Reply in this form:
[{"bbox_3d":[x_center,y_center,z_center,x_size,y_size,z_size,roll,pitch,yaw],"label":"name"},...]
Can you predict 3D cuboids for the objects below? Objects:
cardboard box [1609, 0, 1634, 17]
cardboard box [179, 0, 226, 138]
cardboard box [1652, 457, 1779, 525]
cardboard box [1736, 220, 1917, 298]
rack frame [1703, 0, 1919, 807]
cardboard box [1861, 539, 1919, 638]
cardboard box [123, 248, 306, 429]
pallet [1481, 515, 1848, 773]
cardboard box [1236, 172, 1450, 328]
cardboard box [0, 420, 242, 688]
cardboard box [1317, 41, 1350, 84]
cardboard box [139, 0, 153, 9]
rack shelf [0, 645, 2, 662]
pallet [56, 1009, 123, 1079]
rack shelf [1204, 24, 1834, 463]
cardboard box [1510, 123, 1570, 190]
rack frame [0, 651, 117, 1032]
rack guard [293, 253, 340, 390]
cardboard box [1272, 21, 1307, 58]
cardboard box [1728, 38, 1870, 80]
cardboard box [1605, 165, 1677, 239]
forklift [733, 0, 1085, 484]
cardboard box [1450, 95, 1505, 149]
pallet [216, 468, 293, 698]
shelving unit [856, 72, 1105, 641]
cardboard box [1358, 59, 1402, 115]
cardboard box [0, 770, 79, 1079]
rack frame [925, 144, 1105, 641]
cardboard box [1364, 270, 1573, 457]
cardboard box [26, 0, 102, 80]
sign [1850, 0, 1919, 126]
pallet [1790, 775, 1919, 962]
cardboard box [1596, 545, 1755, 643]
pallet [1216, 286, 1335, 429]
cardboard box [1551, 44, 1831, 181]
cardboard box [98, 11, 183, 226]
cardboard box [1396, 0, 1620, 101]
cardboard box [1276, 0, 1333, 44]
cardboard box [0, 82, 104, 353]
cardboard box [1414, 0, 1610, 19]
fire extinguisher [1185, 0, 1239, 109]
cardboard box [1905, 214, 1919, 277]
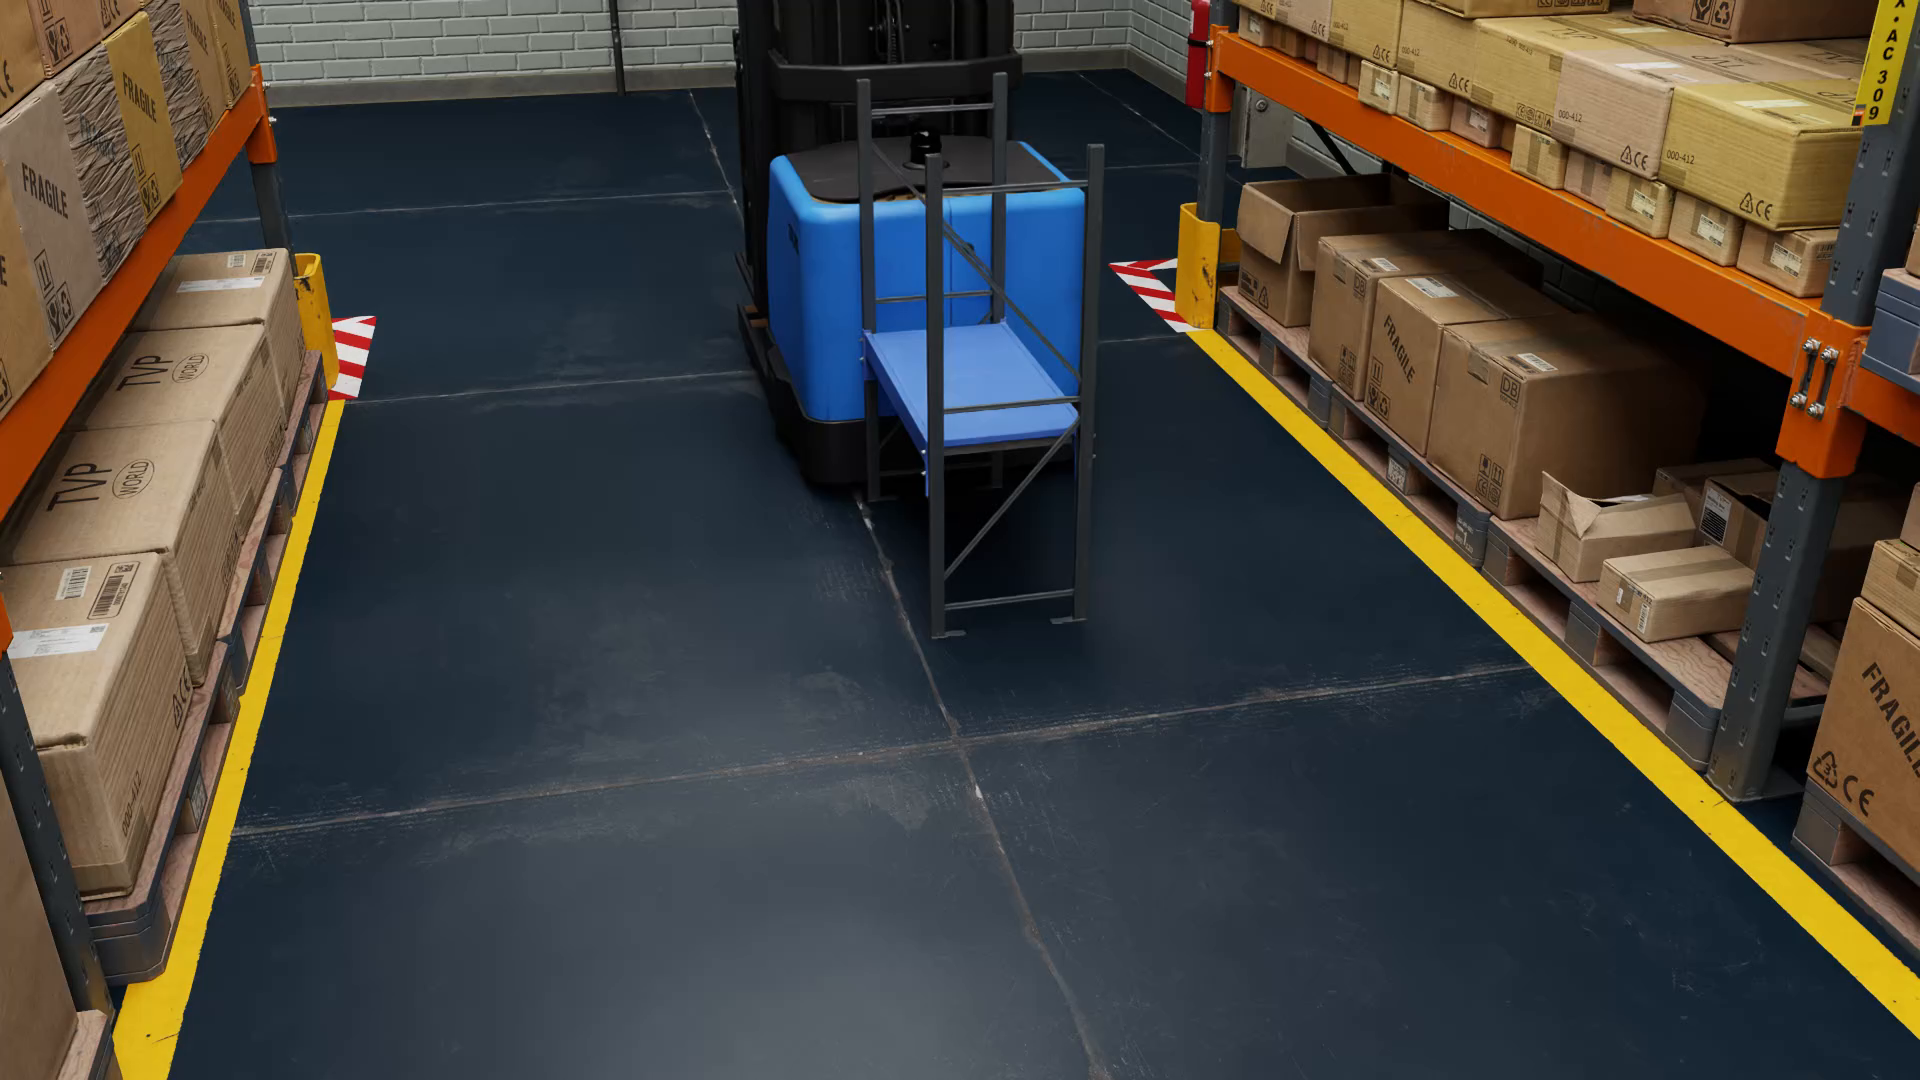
[{"bbox_3d":[2.301,-1.691,5.607,0.500,0.250,0.500,-6,27,-12],"label":"cardboard box"},{"bbox_3d":[-2.771,-1.606,5.492,0.500,0.500,0.500,-7,28,-13],"label":"cardboard box"},{"bbox_3d":[2.484,-0.137,5.390,0.380,0.149,0.250,-6,27,-12],"label":"cardboard box"},{"bbox_3d":[2.183,-0.720,4.126,0.380,0.149,0.250,-6,27,-11],"label":"cardboard box"},{"bbox_3d":[2.500,-0.718,3.843,1.000,3.000,0.127,-6,27,-12],"label":"rack frame"},{"bbox_3d":[2.322,0.106,3.800,0.380,0.149,0.250,-5,27,-9],"label":"cardboard box"},{"bbox_3d":[-2.990,-0.732,6.249,0.875,0.438,0.875,-7,28,-13],"label":"cardboard box"},{"bbox_3d":[2.347,0.226,5.069,1.003,0.211,1.213,-6,27,-12],"label":"pallet"},{"bbox_3d":[1.645,-1.269,7.239,0.797,0.503,0.637,-7,28,-14],"label":"cardboard box"},{"bbox_3d":[-2.574,0.065,4.670,0.875,0.438,0.875,-7,28,-13],"label":"cardboard box"},{"bbox_3d":[1.599,-1.853,6.372,0.380,0.149,0.250,-5,27,-10],"label":"cardboard box"},{"bbox_3d":[-2.641,-1.828,4.822,0.500,0.500,0.500,-6,27,-12],"label":"cardboard box"},{"bbox_3d":[-1.884,0.987,1.264,1.077,0.370,4.000,-6,27,-12],"label":"rack shelf"},{"bbox_3d":[-2.087,1.364,2.814,1.003,0.211,1.213,-6,27,-12],"label":"pallet"},{"bbox_3d":[2.050,-1.275,5.745,1.077,0.370,4.000,-6,27,-12],"label":"rack shelf"},{"bbox_3d":[1.903,-1.171,5.020,0.380,0.149,0.250,-6,27,-12],"label":"cardboard box"},{"bbox_3d":[-2.335,-0.212,2.841,1.000,3.000,0.127,-6,27,-12],"label":"rack frame"},{"bbox_3d":[-3.242,-0.863,6.904,1.175,0.500,0.348,-6,27,-12],"label":"rack guard"},{"bbox_3d":[1.508,-2.082,6.826,0.380,0.149,0.250,-5,27,-10],"label":"cardboard box"},{"bbox_3d":[2.532,-1.248,4.730,0.500,0.250,0.500,-6,27,-12],"label":"cardboard box"},{"bbox_3d":[2.021,-0.944,4.569,0.380,0.149,0.250,-5,27,-10],"label":"cardboard box"},{"bbox_3d":[-0.385,-2.153,6.764,1.130,2.935,3.031,-6,27,-12],"label":"forklift"},{"bbox_3d":[1.852,-1.399,5.472,0.380,0.149,0.250,-6,27,-12],"label":"cardboard box"},{"bbox_3d":[-2.708,0.154,5.210,1.003,0.211,1.213,-6,27,-12],"label":"pallet"},{"bbox_3d":[0.031,-0.614,5.302,0.538,1.500,1.048,-6,27,-12],"label":"shelving unit"},{"bbox_3d":[1.648,-1.619,5.907,0.380,0.149,0.250,-7,28,-13],"label":"cardboard box"},{"bbox_3d":[-2.117,0.813,2.702,0.875,0.875,0.875,-5,27,-10],"label":"cardboard box"},{"bbox_3d":[0.151,-0.391,4.861,0.500,1.500,0.032,-6,27,-12],"label":"rack frame"},{"bbox_3d":[1.821,-0.646,6.008,0.500,0.500,0.500,-5,27,-11],"label":"cardboard box"},{"bbox_3d":[-2.418,-1.385,3.945,0.500,0.500,0.500,-5,27,-11],"label":"cardboard box"},{"bbox_3d":[1.974,-1.046,3.532,0.100,0.325,0.005,-6,27,-12],"label":"sign"},{"bbox_3d":[2.721,0.880,3.772,1.003,0.211,1.213,-6,27,-12],"label":"pallet"},{"bbox_3d":[2.089,0.153,4.816,0.380,0.149,0.250,-7,28,-13],"label":"cardboard box"},{"bbox_3d":[1.797,-0.845,7.191,1.003,0.211,1.213,-6,27,-12],"label":"pallet"},{"bbox_3d":[2.021,-1.201,4.636,0.500,0.250,0.500,-6,27,-11],"label":"cardboard box"},{"bbox_3d":[-2.517,-1.156,4.600,0.500,0.500,0.500,-5,27,-10],"label":"cardboard box"},{"bbox_3d":[1.806,-1.647,5.521,0.500,0.250,0.500,-7,28,-13],"label":"cardboard box"},{"bbox_3d":[1.553,-2.092,6.402,0.500,0.250,0.500,-6,27,-11],"label":"cardboard box"},{"bbox_3d":[-2.295,-0.711,3.718,0.500,0.500,0.500,-6,27,-11],"label":"cardboard box"},{"bbox_3d":[1.777,-1.989,5.367,0.500,0.500,0.500,-5,27,-10],"label":"cardboard box"},{"bbox_3d":[1.116,-2.290,7.459,0.296,0.674,0.183,-6,27,-12],"label":"fire extinguisher"},{"bbox_3d":[2.392,-0.715,3.260,0.700,0.500,0.500,-5,27,-10],"label":"cardboard box"}]
